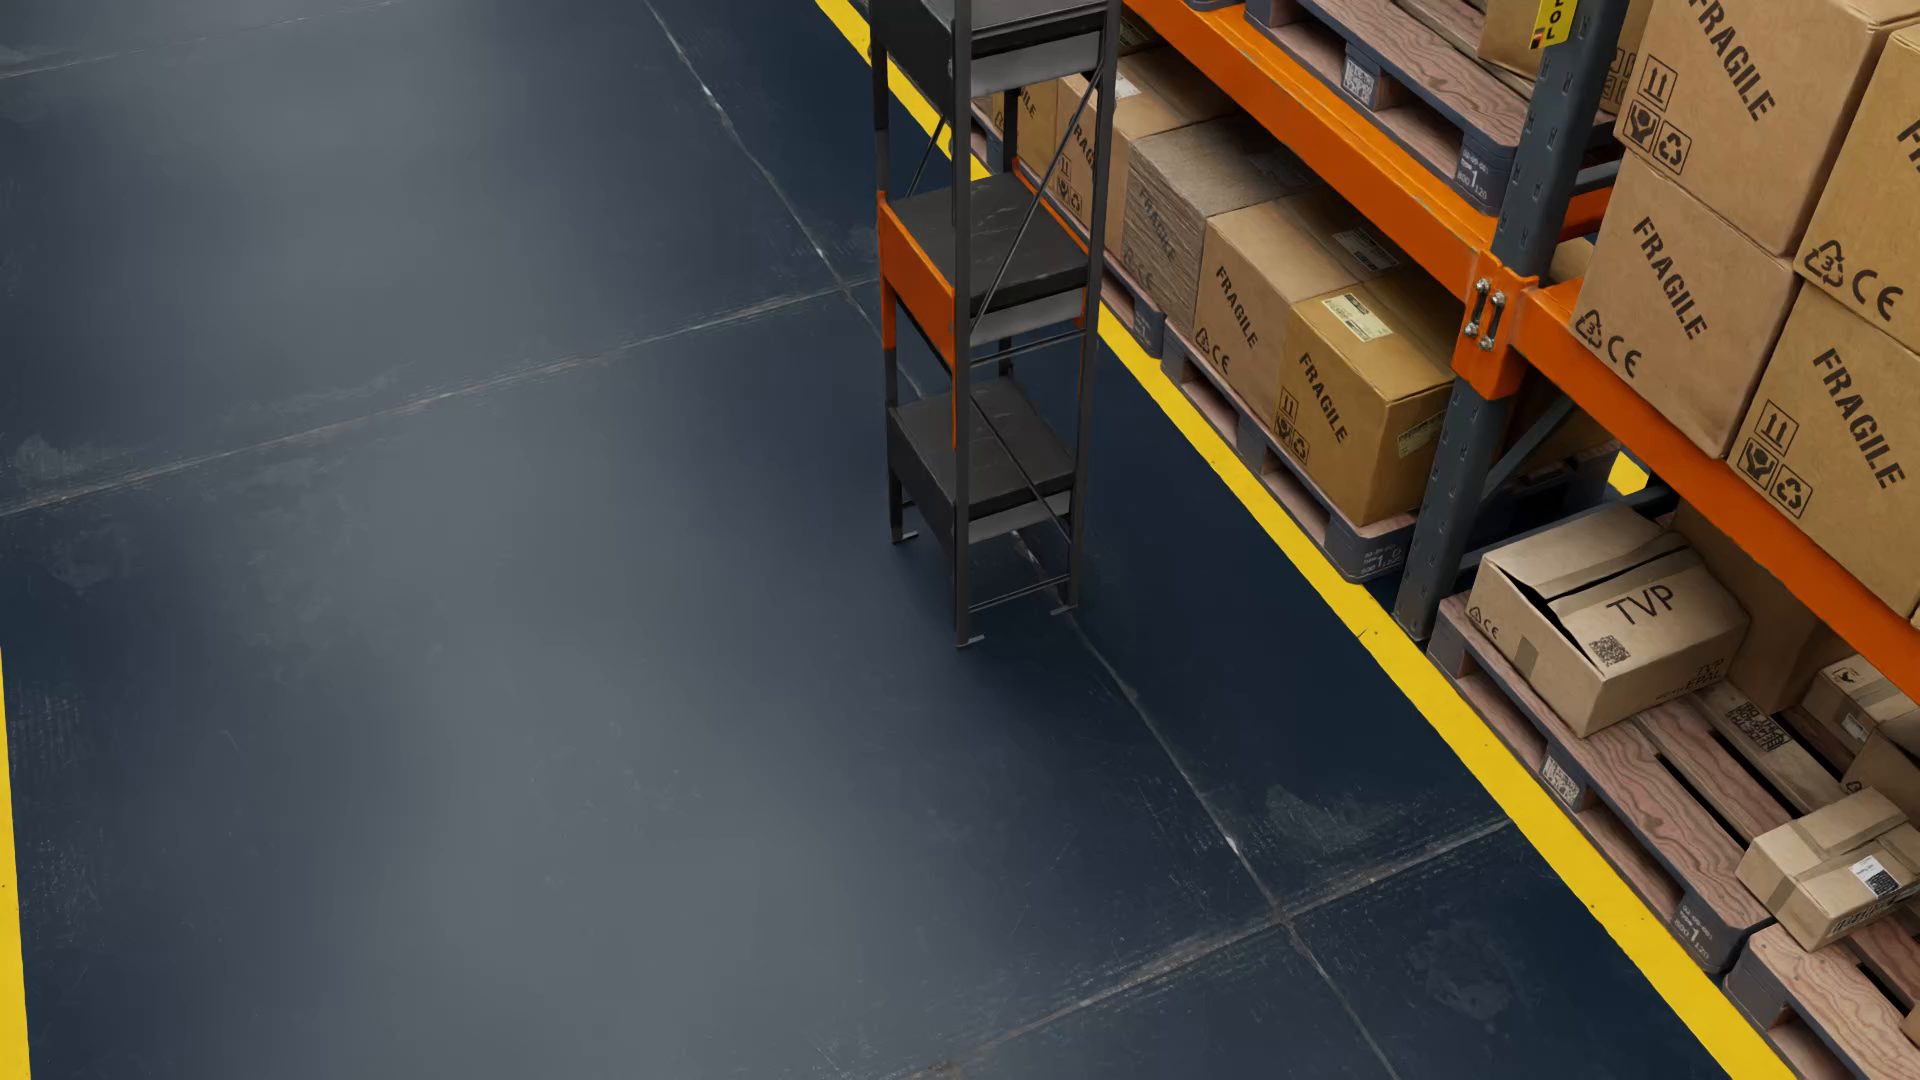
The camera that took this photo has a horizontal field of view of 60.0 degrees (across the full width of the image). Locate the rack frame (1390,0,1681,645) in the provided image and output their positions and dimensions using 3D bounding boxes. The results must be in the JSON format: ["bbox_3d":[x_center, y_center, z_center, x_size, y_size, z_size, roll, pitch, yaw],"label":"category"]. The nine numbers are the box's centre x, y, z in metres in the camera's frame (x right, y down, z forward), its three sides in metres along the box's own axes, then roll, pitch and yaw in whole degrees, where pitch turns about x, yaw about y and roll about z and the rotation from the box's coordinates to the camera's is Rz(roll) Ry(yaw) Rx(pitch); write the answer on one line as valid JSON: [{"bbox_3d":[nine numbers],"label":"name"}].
[{"bbox_3d":[1.778,-0.944,4.071,1.000,3.000,0.127,-18,47,-17],"label":"rack frame"}]

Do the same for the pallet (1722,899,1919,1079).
[{"bbox_3d":[2.583,1.265,3.818,1.003,0.211,1.213,-18,47,-17],"label":"pallet"}]

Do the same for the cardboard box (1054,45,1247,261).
[{"bbox_3d":[0.684,-1.401,6.001,0.500,0.500,0.500,-20,48,-19],"label":"cardboard box"}]

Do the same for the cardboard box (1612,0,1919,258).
[{"bbox_3d":[1.721,-0.952,3.296,0.500,0.500,0.500,-17,47,-16],"label":"cardboard box"}]

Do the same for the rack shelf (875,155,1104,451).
[{"bbox_3d":[0.070,-0.632,4.415,0.431,0.518,0.480,-18,47,-17],"label":"rack shelf"}]

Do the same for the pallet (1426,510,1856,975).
[{"bbox_3d":[2.066,0.486,4.607,1.003,0.211,1.213,-18,47,-17],"label":"pallet"}]

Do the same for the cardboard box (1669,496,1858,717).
[{"bbox_3d":[2.275,0.068,4.512,0.500,0.500,0.500,-18,47,-17],"label":"cardboard box"}]

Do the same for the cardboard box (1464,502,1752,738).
[{"bbox_3d":[1.758,0.188,4.525,0.500,0.311,0.500,-18,47,-17],"label":"cardboard box"}]

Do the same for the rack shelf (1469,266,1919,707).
[{"bbox_3d":[2.619,0.586,3.032,1.077,0.370,4.000,-18,47,-17],"label":"rack shelf"}]

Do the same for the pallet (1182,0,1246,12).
[{"bbox_3d":[0.918,-2.187,5.467,1.003,0.211,1.213,-18,47,-17],"label":"pallet"}]

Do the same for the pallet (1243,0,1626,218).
[{"bbox_3d":[1.541,-1.417,4.687,1.003,0.211,1.213,-18,47,-17],"label":"pallet"}]

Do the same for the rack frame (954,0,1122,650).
[{"bbox_3d":[0.172,-0.486,4.248,0.400,2.100,0.015,-18,47,-17],"label":"rack frame"}]

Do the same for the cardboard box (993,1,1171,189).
[{"bbox_3d":[0.460,-1.733,6.337,0.500,0.500,0.500,-19,48,-18],"label":"cardboard box"}]

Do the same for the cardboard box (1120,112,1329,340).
[{"bbox_3d":[0.900,-1.078,5.673,0.500,0.500,0.500,-17,47,-17],"label":"cardboard box"}]

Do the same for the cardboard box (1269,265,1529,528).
[{"bbox_3d":[1.310,-0.441,5.028,0.500,0.500,0.500,-18,47,-18],"label":"cardboard box"}]

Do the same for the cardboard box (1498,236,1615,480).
[{"bbox_3d":[1.796,-0.591,5.180,0.500,0.500,0.500,-20,48,-19],"label":"cardboard box"}]

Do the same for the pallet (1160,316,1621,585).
[{"bbox_3d":[1.402,-0.459,5.565,1.003,0.211,1.213,-18,47,-17],"label":"pallet"}]

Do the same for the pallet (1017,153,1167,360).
[{"bbox_3d":[0.885,-1.237,6.354,1.003,0.211,1.213,-18,47,-17],"label":"pallet"}]

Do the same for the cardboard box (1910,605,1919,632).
[{"bbox_3d":[2.172,0.070,2.972,0.500,0.500,0.500,-18,47,-18],"label":"cardboard box"}]

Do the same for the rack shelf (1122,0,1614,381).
[{"bbox_3d":[0.937,-1.963,5.616,1.077,0.370,4.000,-18,47,-17],"label":"rack shelf"}]

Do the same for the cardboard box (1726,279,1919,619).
[{"bbox_3d":[1.963,-0.249,3.296,0.500,0.500,0.500,-17,47,-17],"label":"cardboard box"}]

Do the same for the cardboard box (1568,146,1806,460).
[{"bbox_3d":[1.745,-0.575,3.625,0.500,0.500,0.500,-17,47,-16],"label":"cardboard box"}]

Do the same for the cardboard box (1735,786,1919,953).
[{"bbox_3d":[2.131,0.787,4.020,0.380,0.166,0.250,-18,47,-17],"label":"cardboard box"}]

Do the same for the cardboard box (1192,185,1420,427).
[{"bbox_3d":[1.110,-0.758,5.349,0.500,0.500,0.500,-18,47,-17],"label":"cardboard box"}]

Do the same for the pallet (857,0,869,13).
[{"bbox_3d":[-0.215,-3.037,8.177,1.003,0.211,1.213,-18,47,-17],"label":"pallet"}]

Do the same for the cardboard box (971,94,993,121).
[{"bbox_3d":[0.253,-2.054,6.662,0.500,0.500,0.500,-20,48,-19],"label":"cardboard box"}]

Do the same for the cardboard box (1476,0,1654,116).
[{"bbox_3d":[1.782,-1.497,4.262,0.700,0.500,0.500,-34,54,-30],"label":"cardboard box"}]

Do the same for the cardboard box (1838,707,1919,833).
[{"bbox_3d":[2.590,0.614,4.094,0.500,0.311,0.500,-18,47,-17],"label":"cardboard box"}]

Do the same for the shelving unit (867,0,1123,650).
[{"bbox_3d":[0.070,-0.642,4.406,0.431,2.100,0.503,-18,47,-17],"label":"shelving unit"}]

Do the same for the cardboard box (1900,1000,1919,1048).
[{"bbox_3d":[2.573,0.984,3.582,0.797,0.503,0.637,-18,47,-17],"label":"cardboard box"}]

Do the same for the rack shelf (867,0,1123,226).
[{"bbox_3d":[0.070,-1.130,3.924,0.431,0.518,0.480,-18,47,-17],"label":"rack shelf"}]

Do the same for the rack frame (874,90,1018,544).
[{"bbox_3d":[-0.033,-0.797,4.563,0.400,2.100,0.015,-18,47,-17],"label":"rack frame"}]

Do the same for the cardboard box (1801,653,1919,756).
[{"bbox_3d":[2.487,0.415,4.411,0.380,0.149,0.250,-18,47,-17],"label":"cardboard box"}]

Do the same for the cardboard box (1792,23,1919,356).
[{"bbox_3d":[1.938,-0.624,2.963,0.500,0.500,0.500,-19,48,-19],"label":"cardboard box"}]

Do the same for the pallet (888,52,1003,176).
[{"bbox_3d":[0.376,-2.014,7.141,1.003,0.211,1.213,-18,47,-17],"label":"pallet"}]

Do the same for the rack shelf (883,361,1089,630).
[{"bbox_3d":[0.070,-0.134,4.907,0.431,0.518,0.480,-18,47,-17],"label":"rack shelf"}]

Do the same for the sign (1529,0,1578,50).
[{"bbox_3d":[1.276,-1.190,3.496,0.100,0.325,0.005,-18,47,-17],"label":"sign"}]
